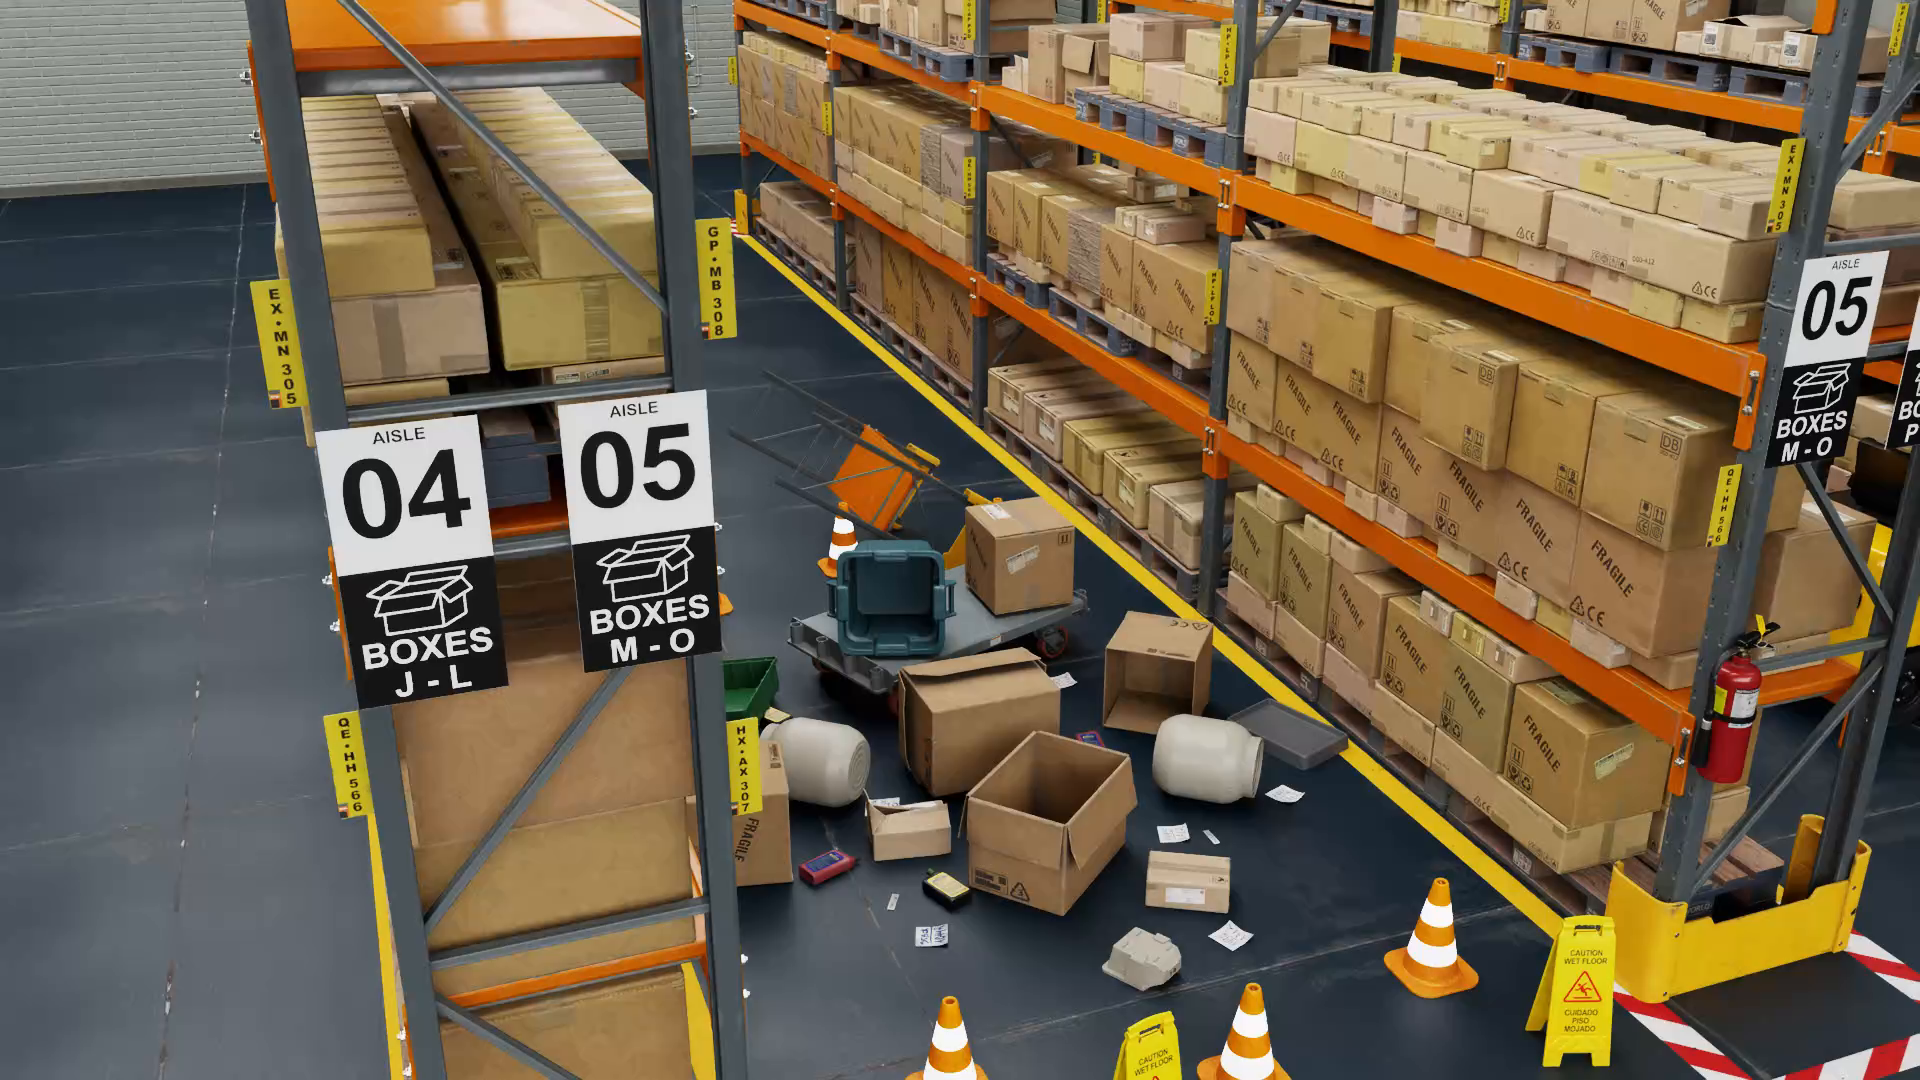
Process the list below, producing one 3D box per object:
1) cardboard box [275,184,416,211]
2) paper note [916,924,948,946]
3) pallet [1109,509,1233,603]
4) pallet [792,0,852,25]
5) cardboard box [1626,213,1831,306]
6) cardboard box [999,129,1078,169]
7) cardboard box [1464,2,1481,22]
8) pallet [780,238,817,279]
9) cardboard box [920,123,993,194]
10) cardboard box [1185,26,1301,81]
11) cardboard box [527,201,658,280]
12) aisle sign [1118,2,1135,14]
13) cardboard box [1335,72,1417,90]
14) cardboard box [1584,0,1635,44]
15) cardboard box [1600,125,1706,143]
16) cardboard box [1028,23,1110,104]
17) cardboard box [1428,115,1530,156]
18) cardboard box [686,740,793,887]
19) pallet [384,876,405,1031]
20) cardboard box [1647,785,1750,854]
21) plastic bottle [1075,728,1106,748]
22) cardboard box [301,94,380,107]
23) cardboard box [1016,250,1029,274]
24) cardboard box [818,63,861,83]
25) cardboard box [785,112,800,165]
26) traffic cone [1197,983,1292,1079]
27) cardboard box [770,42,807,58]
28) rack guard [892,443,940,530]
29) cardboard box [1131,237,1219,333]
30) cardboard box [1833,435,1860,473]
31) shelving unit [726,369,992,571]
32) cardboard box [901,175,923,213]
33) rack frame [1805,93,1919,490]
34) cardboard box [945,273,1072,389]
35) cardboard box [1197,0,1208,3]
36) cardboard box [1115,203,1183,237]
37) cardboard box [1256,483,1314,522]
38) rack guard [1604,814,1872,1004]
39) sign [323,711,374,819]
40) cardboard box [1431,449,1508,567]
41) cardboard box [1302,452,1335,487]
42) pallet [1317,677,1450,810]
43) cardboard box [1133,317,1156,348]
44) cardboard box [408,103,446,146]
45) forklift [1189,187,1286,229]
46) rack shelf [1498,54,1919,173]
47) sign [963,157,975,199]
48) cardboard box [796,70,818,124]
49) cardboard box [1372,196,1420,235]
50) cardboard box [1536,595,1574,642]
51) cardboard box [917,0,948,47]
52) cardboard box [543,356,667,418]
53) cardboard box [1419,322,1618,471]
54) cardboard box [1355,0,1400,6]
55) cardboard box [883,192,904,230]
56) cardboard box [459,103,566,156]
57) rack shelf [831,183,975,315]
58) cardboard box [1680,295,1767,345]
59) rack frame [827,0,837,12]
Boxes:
[{"bbox_3d":[-1.790,-0.936,4.873,0.380,0.149,0.250,-8,24,-18],"label":"cardboard box"},{"bbox_3d":[-0.127,1.779,7.492,0.144,0.017,0.142,0,23,-1],"label":"paper note"},{"bbox_3d":[1.729,0.031,11.405,1.003,0.211,1.213,-8,24,-19],"label":"pallet"},{"bbox_3d":[-1.100,-5.518,17.233,1.003,0.211,1.213,-8,24,-19],"label":"pallet"},{"bbox_3d":[2.986,-1.117,6.487,0.500,0.250,0.500,-9,24,-20],"label":"cardboard box"},{"bbox_3d":[0.647,-3.145,13.933,0.500,0.500,0.500,-9,25,-21],"label":"cardboard box"},{"bbox_3d":[4.811,-4.797,15.087,0.380,0.149,0.250,-9,24,-20],"label":"cardboard box"},{"bbox_3d":[-1.451,-3.324,19.366,1.003,0.211,1.213,-8,24,-19],"label":"pallet"},{"bbox_3d":[-0.024,-3.269,14.228,0.500,0.500,0.500,-8,24,-18],"label":"cardboard box"},{"bbox_3d":[1.682,-2.902,9.919,0.500,0.250,0.500,-8,24,-18],"label":"cardboard box"},{"bbox_3d":[-0.997,-0.841,4.648,0.380,0.149,0.250,-8,24,-18],"label":"cardboard box"},{"bbox_3d":[2.110,-7.197,21.615,0.394,0.787,0.004,-8,24,-19],"label":"aisle sign"},{"bbox_3d":[2.322,-2.520,9.302,0.380,0.149,0.250,-8,24,-18],"label":"cardboard box"},{"bbox_3d":[5.535,-4.309,13.451,0.700,0.500,0.500,-9,24,-20],"label":"cardboard box"},{"bbox_3d":[3.138,-1.782,7.552,0.380,0.149,0.250,-8,24,-18],"label":"cardboard box"},{"bbox_3d":[0.918,-3.508,12.219,0.700,0.500,0.500,-8,24,-19],"label":"cardboard box"},{"bbox_3d":[2.438,-1.893,7.813,0.380,0.149,0.250,-8,24,-18],"label":"cardboard box"},{"bbox_3d":[-1.081,1.318,7.975,0.500,0.500,0.500,-4,23,-10],"label":"cardboard box"},{"bbox_3d":[-1.959,1.760,7.302,1.003,0.211,1.213,-8,24,-19],"label":"pallet"},{"bbox_3d":[3.393,1.224,7.983,0.500,0.250,0.500,-9,24,-19],"label":"cardboard box"},{"bbox_3d":[0.707,1.109,9.041,0.133,0.061,0.283,-4,23,-10],"label":"plastic bottle"},{"bbox_3d":[-2.509,-1.674,6.624,0.380,0.149,0.250,-9,24,-20],"label":"cardboard box"},{"bbox_3d":[0.656,-2.146,12.762,0.380,0.149,0.250,-10,25,-22],"label":"cardboard box"},{"bbox_3d":[-1.227,-4.752,16.912,0.380,0.149,0.250,-9,24,-20],"label":"cardboard box"},{"bbox_3d":[-1.602,-4.425,18.257,0.500,0.500,0.500,-9,24,-20],"label":"cardboard box"},{"bbox_3d":[1.142,1.947,6.534,0.336,0.463,0.334,-8,24,-19],"label":"traffic cone"},{"bbox_3d":[-1.923,-5.497,18.679,0.380,0.149,0.250,-8,24,-19],"label":"cardboard box"},{"bbox_3d":[-0.399,-0.376,11.837,0.250,0.587,0.087,28,7,-32],"label":"rack guard"},{"bbox_3d":[1.452,-1.665,10.785,0.500,0.500,0.500,-8,24,-19],"label":"cardboard box"},{"bbox_3d":[6.530,-0.593,11.650,0.500,0.250,0.500,-8,24,-19],"label":"cardboard box"},{"bbox_3d":[-0.669,-0.453,11.089,1.500,0.587,1.083,28,7,-32],"label":"shelving unit"},{"bbox_3d":[-0.201,-3.096,14.784,0.500,0.250,0.500,-9,24,-20],"label":"cardboard box"},{"bbox_3d":[6.648,-1.654,11.812,1.000,3.000,0.127,-8,24,-19],"label":"rack frame"},{"bbox_3d":[0.426,-1.902,14.595,0.875,0.875,0.875,-9,24,-19],"label":"cardboard box"},{"bbox_3d":[3.004,-6.387,19.504,0.380,0.149,0.250,-8,24,-18],"label":"cardboard box"},{"bbox_3d":[1.257,-2.129,11.051,0.380,0.149,0.250,-9,25,-21],"label":"cardboard box"},{"bbox_3d":[1.950,-0.237,9.650,0.380,0.149,0.250,-8,24,-18],"label":"cardboard box"},{"bbox_3d":[3.392,1.606,7.296,1.175,0.500,0.348,-8,24,-19],"label":"rack guard"},{"bbox_3d":[-1.689,0.624,4.611,0.100,0.325,0.005,-8,24,-19],"label":"sign"},{"bbox_3d":[2.623,-0.226,7.911,0.500,0.500,0.500,-8,24,-19],"label":"cardboard box"},{"bbox_3d":[2.132,-0.426,9.221,0.380,0.149,0.250,-8,24,-17],"label":"cardboard box"},{"bbox_3d":[2.711,0.997,9.114,1.003,0.211,1.213,-8,24,-19],"label":"pallet"},{"bbox_3d":[1.364,-1.385,10.958,0.380,0.149,0.250,-9,24,-20],"label":"cardboard box"},{"bbox_3d":[-2.175,-1.802,7.442,0.500,0.250,0.500,-9,24,-20],"label":"cardboard box"},{"bbox_3d":[2.528,-2.441,13.769,1.130,2.935,3.031,-20,30,-39],"label":"forklift"},{"bbox_3d":[5.942,-3.431,13.093,1.077,0.370,4.000,-8,24,-19],"label":"rack shelf"},{"bbox_3d":[0.075,-2.881,13.233,0.100,0.325,0.005,-8,24,-19],"label":"sign"},{"bbox_3d":[-1.417,-4.704,17.633,0.500,0.500,0.500,-9,24,-20],"label":"cardboard box"},{"bbox_3d":[2.260,-1.611,8.171,0.380,0.149,0.250,-9,24,-20],"label":"cardboard box"},{"bbox_3d":[2.823,0.318,7.457,0.380,0.149,0.250,-9,24,-20],"label":"cardboard box"},{"bbox_3d":[0.065,-4.380,13.749,0.700,0.500,0.500,-10,25,-22],"label":"cardboard box"},{"bbox_3d":[-0.998,-0.477,4.811,0.380,0.149,0.250,-8,24,-19],"label":"cardboard box"},{"bbox_3d":[2.586,-0.674,7.688,0.700,0.500,0.500,-9,24,-20],"label":"cardboard box"},{"bbox_3d":[4.122,-5.349,16.370,0.380,0.149,0.250,-8,24,-18],"label":"cardboard box"},{"bbox_3d":[-0.394,-3.054,15.327,0.500,0.250,0.500,-9,24,-20],"label":"cardboard box"},{"bbox_3d":[-1.717,-1.581,6.405,0.380,0.149,0.250,-9,24,-20],"label":"cardboard box"},{"bbox_3d":[-0.114,-2.820,15.505,1.077,0.370,4.000,-8,24,-19],"label":"rack shelf"},{"bbox_3d":[3.031,-0.876,6.428,0.380,0.149,0.250,-8,24,-19],"label":"cardboard box"},{"bbox_3d":[-0.820,-6.643,15.925,1.000,3.000,0.127,-8,24,-19],"label":"rack frame"}]
